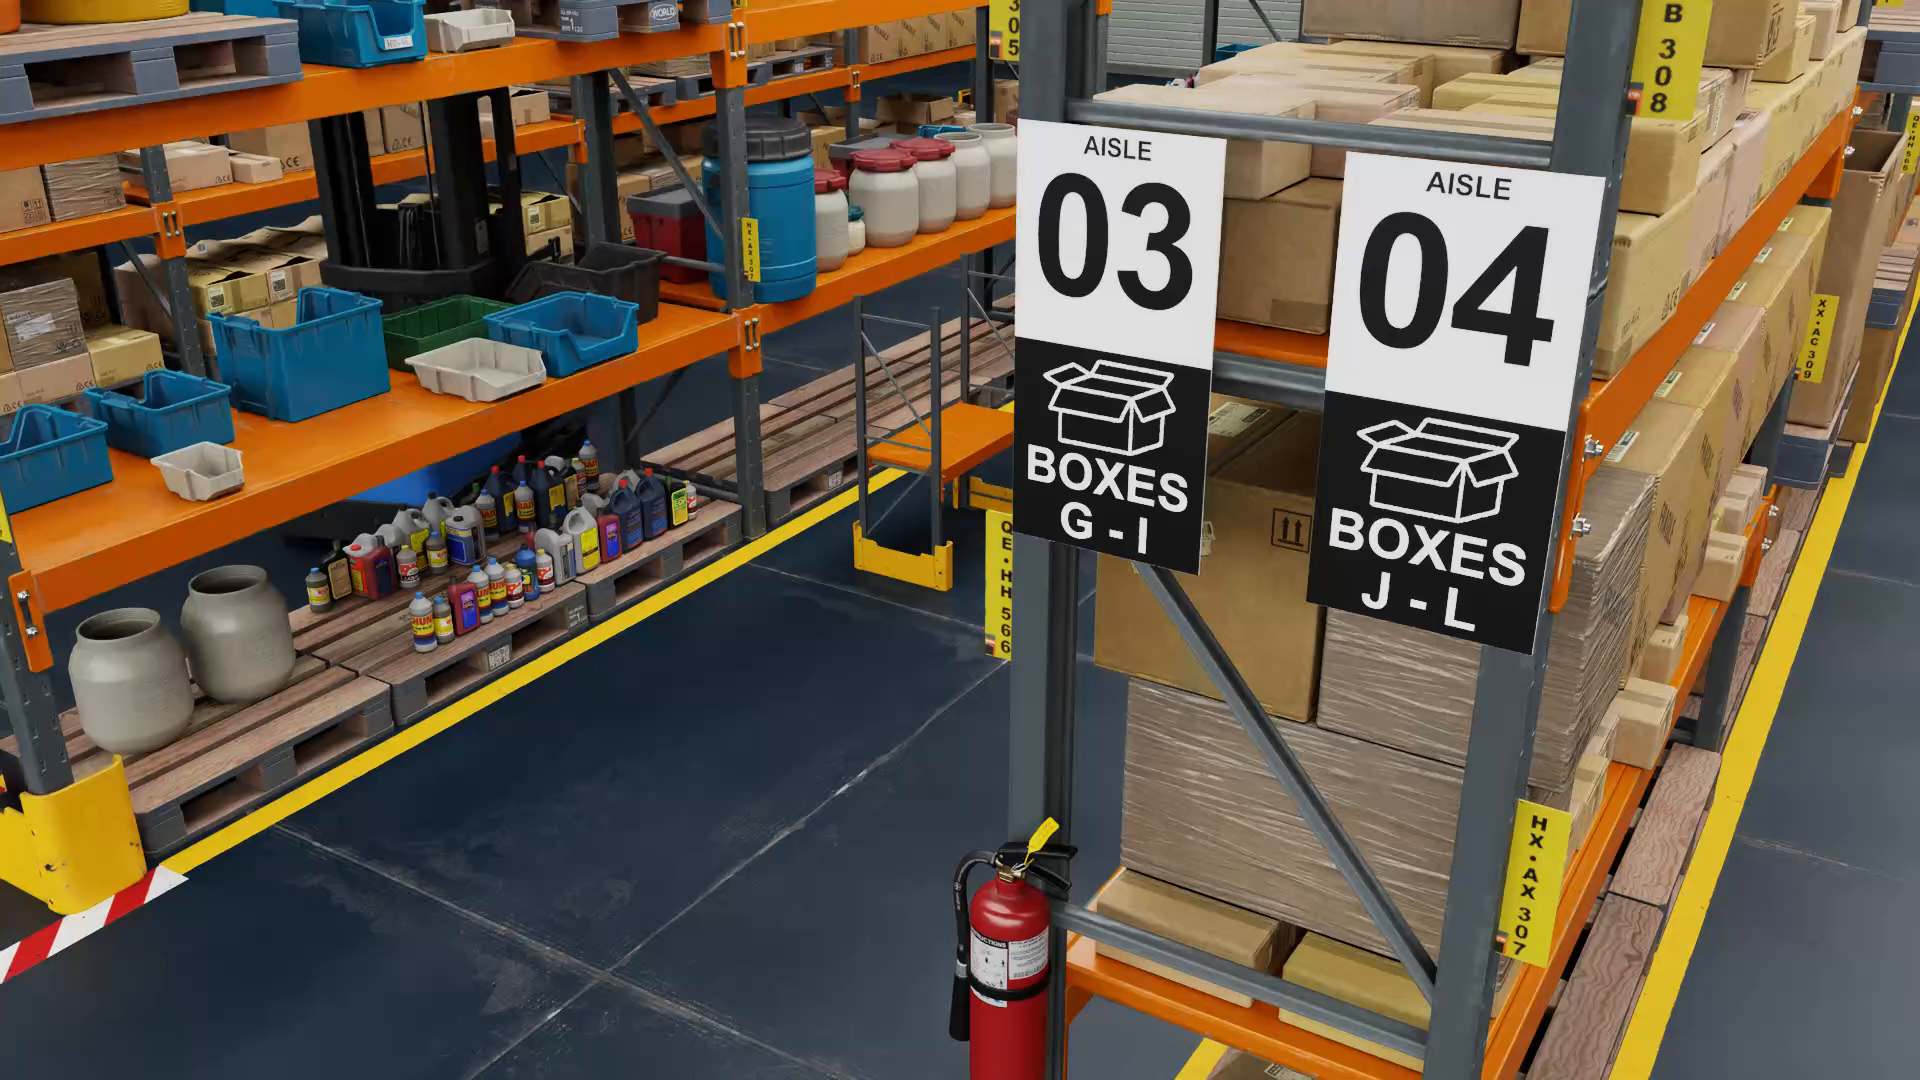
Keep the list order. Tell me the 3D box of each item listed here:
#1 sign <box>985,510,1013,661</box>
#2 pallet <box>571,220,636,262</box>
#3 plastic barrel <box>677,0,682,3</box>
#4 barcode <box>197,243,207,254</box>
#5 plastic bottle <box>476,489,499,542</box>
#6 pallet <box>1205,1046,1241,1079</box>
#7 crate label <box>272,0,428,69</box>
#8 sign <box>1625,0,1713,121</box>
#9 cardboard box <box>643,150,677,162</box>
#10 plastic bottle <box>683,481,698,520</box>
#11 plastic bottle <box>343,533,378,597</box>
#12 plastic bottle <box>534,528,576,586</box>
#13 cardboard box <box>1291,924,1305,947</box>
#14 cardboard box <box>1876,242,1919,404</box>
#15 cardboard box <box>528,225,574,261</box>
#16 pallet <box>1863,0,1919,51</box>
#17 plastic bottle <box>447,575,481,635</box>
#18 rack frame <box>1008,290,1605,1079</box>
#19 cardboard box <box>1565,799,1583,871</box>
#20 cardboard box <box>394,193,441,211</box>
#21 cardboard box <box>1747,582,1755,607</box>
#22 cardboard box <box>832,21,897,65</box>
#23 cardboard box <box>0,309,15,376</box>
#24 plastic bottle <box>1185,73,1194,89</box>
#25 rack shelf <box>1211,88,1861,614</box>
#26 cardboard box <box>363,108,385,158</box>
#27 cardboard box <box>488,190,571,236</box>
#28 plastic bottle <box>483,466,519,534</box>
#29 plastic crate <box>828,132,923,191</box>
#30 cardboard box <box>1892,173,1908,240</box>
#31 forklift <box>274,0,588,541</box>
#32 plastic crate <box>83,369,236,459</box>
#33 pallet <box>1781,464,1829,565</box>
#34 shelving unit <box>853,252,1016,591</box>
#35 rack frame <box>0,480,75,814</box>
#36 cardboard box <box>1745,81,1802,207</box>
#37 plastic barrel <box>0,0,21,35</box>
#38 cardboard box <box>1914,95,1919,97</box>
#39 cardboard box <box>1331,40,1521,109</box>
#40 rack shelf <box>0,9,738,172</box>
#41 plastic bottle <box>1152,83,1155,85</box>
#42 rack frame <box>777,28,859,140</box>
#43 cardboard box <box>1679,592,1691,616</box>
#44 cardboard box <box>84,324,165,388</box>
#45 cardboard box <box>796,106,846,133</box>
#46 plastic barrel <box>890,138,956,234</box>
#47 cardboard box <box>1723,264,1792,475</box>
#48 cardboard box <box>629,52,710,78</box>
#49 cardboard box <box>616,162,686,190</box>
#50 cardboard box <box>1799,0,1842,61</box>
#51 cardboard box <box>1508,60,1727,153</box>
[{"bbox_3d":[0.096,0.098,3.392,0.100,0.325,0.005,14,27,29],"label":"sign"},{"bbox_3d":[-3.211,-2.844,15.554,1.003,0.211,1.213,14,27,29],"label":"pallet"},{"bbox_3d":[-1.457,-3.314,8.723,0.600,0.901,0.708,14,27,29],"label":"plastic barrel"},{"bbox_3d":[-5.259,-2.024,11.533,0.001,0.075,0.075,14,27,29],"label":"barcode"},{"bbox_3d":[-2.464,-0.133,8.663,0.097,0.271,0.097,0,23,0],"label":"plastic bottle"},{"bbox_3d":[1.056,1.885,4.630,1.003,0.211,1.213,14,27,29],"label":"pallet"},{"bbox_3d":[-2.383,-2.011,6.531,0.502,0.251,0.408,14,27,29],"label":"crate label"},{"bbox_3d":[1.018,-0.766,2.368,0.100,0.325,0.005,14,27,29],"label":"sign"},{"bbox_3d":[-3.070,-3.474,16.091,0.500,0.500,0.500,13,27,27],"label":"cardboard box"},{"bbox_3d":[-1.467,-0.220,8.951,0.097,0.201,0.097,0,23,0],"label":"plastic bottle"},{"bbox_3d":[-2.898,0.117,8.079,0.152,0.276,0.135,14,27,29],"label":"plastic bottle"},{"bbox_3d":[-1.996,0.063,8.202,0.152,0.276,0.135,14,27,30],"label":"plastic bottle"},{"bbox_3d":[0.665,0.789,3.967,0.380,0.149,0.250,14,27,29],"label":"cardboard box"},{"bbox_3d":[5.636,-1.548,11.195,1.225,0.875,0.875,14,27,29],"label":"cardboard box"},{"bbox_3d":[-3.707,-2.582,14.370,0.500,0.250,0.500,15,27,30],"label":"cardboard box"},{"bbox_3d":[3.628,-2.279,7.200,1.213,0.211,1.003,14,27,29],"label":"pallet"},{"bbox_3d":[-2.295,0.285,7.681,0.061,0.283,0.133,14,27,30],"label":"plastic bottle"},{"bbox_3d":[0.557,0.898,3.400,1.000,3.000,0.127,14,27,29],"label":"rack frame"},{"bbox_3d":[1.317,0.717,4.135,0.380,0.149,0.250,14,27,29],"label":"cardboard box"},{"bbox_3d":[-4.433,-2.773,14.107,0.500,0.311,0.500,13,27,28],"label":"cardboard box"},{"bbox_3d":[3.572,-0.056,8.196,0.700,0.500,0.500,11,26,24],"label":"cardboard box"},{"bbox_3d":[-1.027,-5.390,17.800,0.500,0.500,0.500,15,27,30],"label":"cardboard box"},{"bbox_3d":[-6.340,-1.266,10.388,0.500,0.500,0.500,14,27,29],"label":"cardboard box"},{"bbox_3d":[2.053,-4.057,14.993,0.061,0.283,0.133,14,27,29],"label":"plastic bottle"},{"bbox_3d":[1.612,-0.824,4.507,1.077,0.370,4.000,14,27,29],"label":"rack shelf"},{"bbox_3d":[-4.786,-3.178,12.689,0.500,0.500,0.500,14,27,29],"label":"cardboard box"},{"bbox_3d":[-3.704,-2.839,14.260,0.500,0.311,0.500,15,27,30],"label":"cardboard box"},{"bbox_3d":[-2.419,-0.227,8.780,0.144,0.351,0.185,13,26,27],"label":"plastic bottle"},{"bbox_3d":[-0.543,-2.388,10.911,0.402,0.464,0.583,14,27,29],"label":"plastic crate"},{"bbox_3d":[5.535,-2.130,10.268,0.500,0.500,0.500,13,27,28],"label":"cardboard box"},{"bbox_3d":[-2.993,-1.861,9.860,1.130,2.935,3.031,5,24,11],"label":"forklift"},{"bbox_3d":[-3.293,-0.521,6.866,0.499,0.251,0.408,14,27,29],"label":"plastic crate"},{"bbox_3d":[4.364,-0.259,9.583,1.003,0.211,1.213,14,27,29],"label":"pallet"},{"bbox_3d":[-0.040,-0.663,8.893,0.587,1.500,1.083,14,27,29],"label":"shelving unit"},{"bbox_3d":[-3.651,-0.140,5.798,1.000,3.000,0.127,14,27,29],"label":"rack frame"},{"bbox_3d":[1.833,-1.037,4.282,0.500,0.250,0.500,15,27,30],"label":"cardboard box"},{"bbox_3d":[-3.502,-2.097,5.474,0.600,0.830,0.708,14,27,29],"label":"plastic barrel"},{"bbox_3d":[7.357,-3.672,12.827,0.500,0.500,0.500,14,27,29],"label":"cardboard box"},{"bbox_3d":[1.075,-1.078,3.875,0.380,0.149,0.250,14,27,30],"label":"cardboard box"},{"bbox_3d":[-2.596,-1.862,6.904,1.077,0.370,4.000,14,27,29],"label":"rack shelf"},{"bbox_3d":[1.655,-3.803,14.405,0.061,0.283,0.133,14,27,29],"label":"plastic bottle"},{"bbox_3d":[-1.527,-5.230,17.554,1.000,3.000,0.127,14,27,29],"label":"rack frame"},{"bbox_3d":[2.102,0.209,5.308,0.380,0.149,0.250,14,27,29],"label":"cardboard box"},{"bbox_3d":[-5.806,-1.258,11.313,0.500,0.250,0.500,14,27,29],"label":"cardboard box"},{"bbox_3d":[-1.467,-4.536,18.545,0.500,0.500,0.500,14,27,29],"label":"cardboard box"},{"bbox_3d":[-0.234,-2.223,10.439,0.433,0.535,0.433,0,23,0],"label":"plastic barrel"},{"bbox_3d":[2.136,-0.546,4.977,0.500,0.500,0.500,14,27,29],"label":"cardboard box"},{"bbox_3d":[-2.756,-4.623,15.499,0.700,0.500,0.500,20,31,39],"label":"cardboard box"},{"bbox_3d":[-2.883,-3.206,15.472,0.500,0.500,0.500,13,27,27],"label":"cardboard box"},{"bbox_3d":[2.340,-1.500,4.851,0.380,0.149,0.250,13,27,27],"label":"cardboard box"},{"bbox_3d":[1.351,-0.893,3.447,0.380,0.149,0.250,15,28,31],"label":"cardboard box"}]
